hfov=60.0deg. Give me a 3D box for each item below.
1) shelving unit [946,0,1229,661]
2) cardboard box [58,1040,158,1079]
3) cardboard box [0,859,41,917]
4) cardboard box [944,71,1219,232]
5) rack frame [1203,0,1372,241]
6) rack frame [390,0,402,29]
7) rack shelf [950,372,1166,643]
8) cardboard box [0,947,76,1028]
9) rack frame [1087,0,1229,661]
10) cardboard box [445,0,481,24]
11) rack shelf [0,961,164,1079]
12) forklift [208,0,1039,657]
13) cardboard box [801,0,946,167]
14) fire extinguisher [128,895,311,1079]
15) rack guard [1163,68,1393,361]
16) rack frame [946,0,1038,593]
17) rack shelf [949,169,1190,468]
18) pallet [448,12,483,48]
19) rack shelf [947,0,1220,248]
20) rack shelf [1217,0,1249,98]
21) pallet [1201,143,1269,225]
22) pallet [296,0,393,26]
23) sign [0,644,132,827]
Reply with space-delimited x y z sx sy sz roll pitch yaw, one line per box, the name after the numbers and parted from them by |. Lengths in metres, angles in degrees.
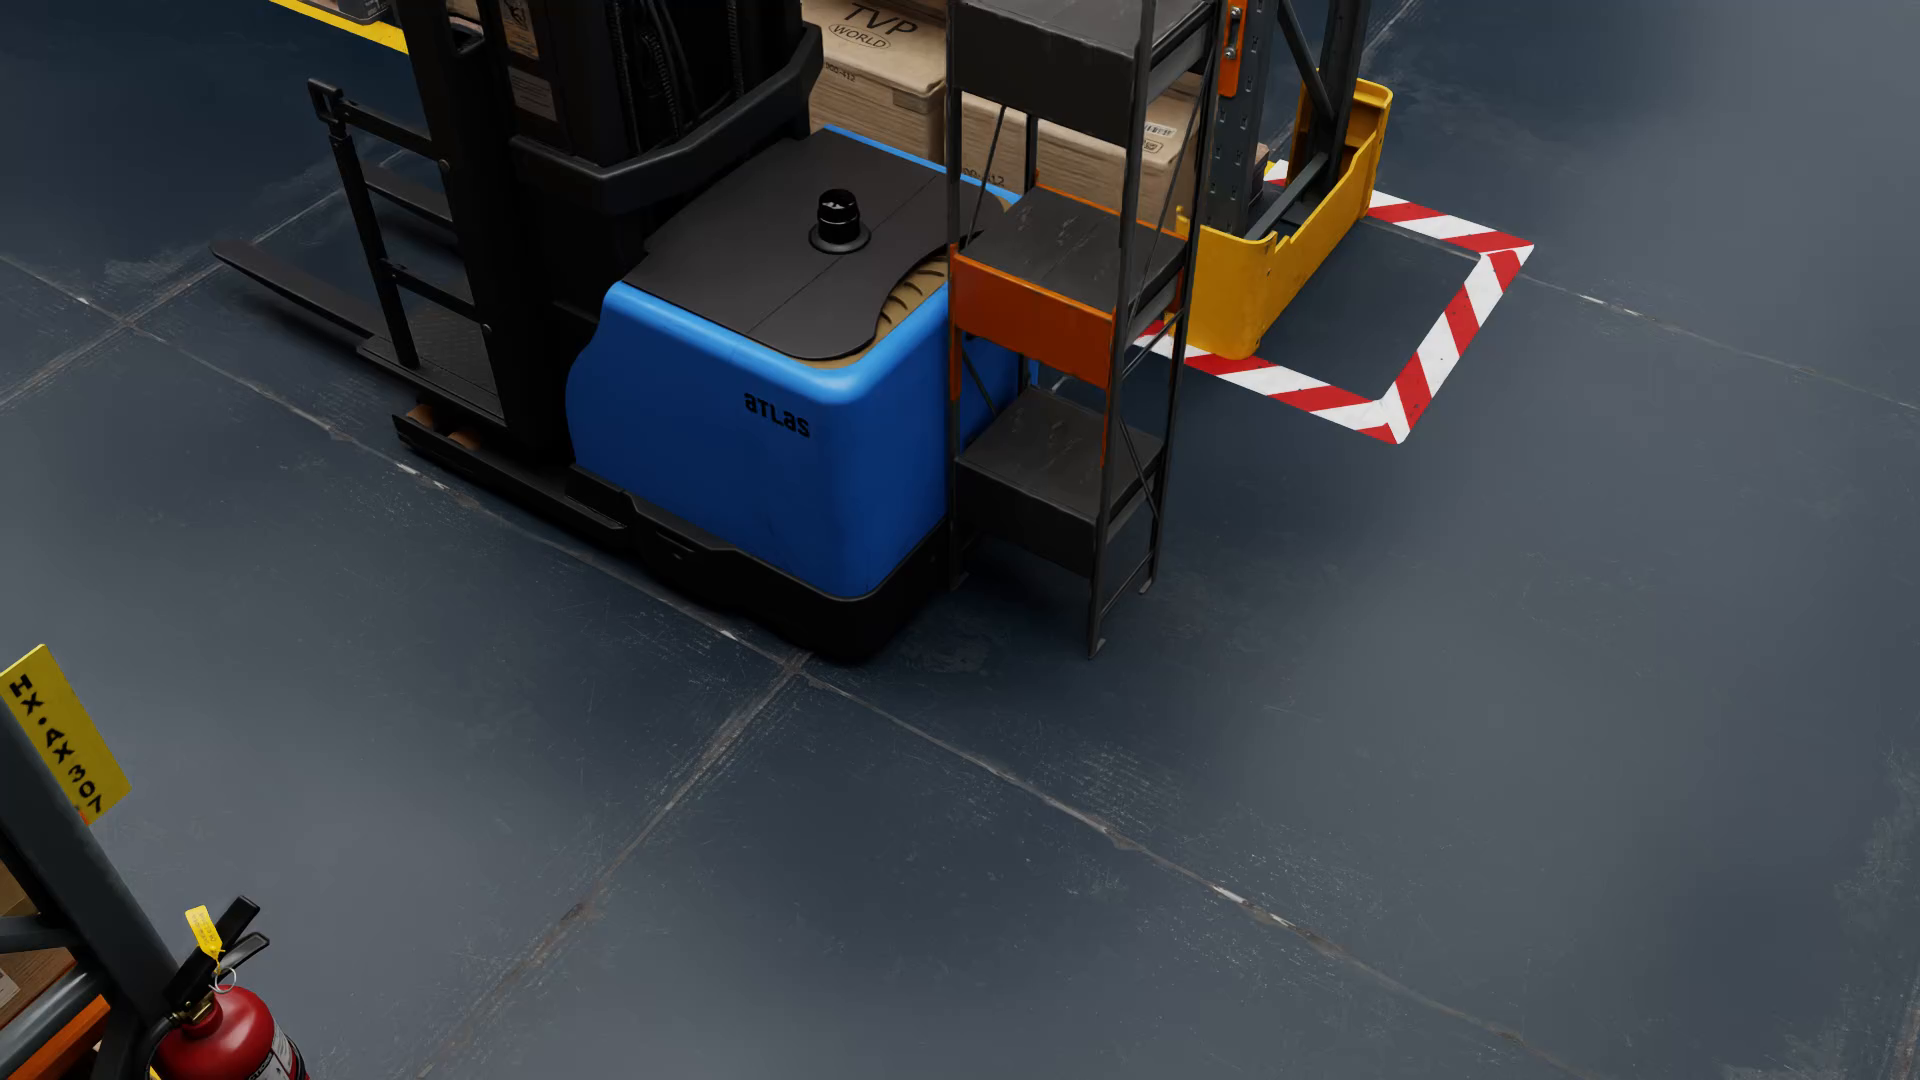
0.288 -0.594 4.363 0.503 2.100 0.431 26 51 23 | shelving unit
-1.993 1.339 3.306 0.637 0.503 0.797 23 50 21 | cardboard box
-1.766 0.519 2.551 0.500 0.250 0.500 25 51 22 | cardboard box
0.538 -1.538 6.146 0.875 0.438 0.875 23 50 21 | cardboard box
1.147 -2.089 5.188 0.127 3.000 1.000 25 51 22 | rack frame
-2.220 -3.638 6.693 0.127 3.000 1.000 25 51 22 | rack frame
0.288 -0.097 4.875 0.480 0.518 0.431 26 51 23 | rack shelf
-1.658 0.704 2.650 0.250 0.149 0.380 24 51 22 | cardboard box
0.491 -0.497 4.269 0.015 2.100 0.400 26 51 23 | rack frame
-1.749 -2.583 7.162 0.875 0.438 0.875 24 50 22 | cardboard box
-3.213 0.385 3.286 4.000 0.370 1.077 25 51 22 | rack shelf
-1.255 -1.518 4.682 3.031 2.935 1.130 26 51 23 | forklift
-0.237 -1.887 6.486 0.875 0.438 0.875 26 51 23 | cardboard box
-1.156 0.844 2.652 0.183 0.674 0.296 25 51 22 | fire extinguisher
1.167 -1.209 6.076 0.348 0.500 1.175 25 51 22 | rack guard
0.085 -0.691 4.458 0.015 2.100 0.400 26 51 23 | rack frame
0.288 -0.585 4.373 0.480 0.518 0.431 26 51 23 | rack shelf
-1.622 -2.324 7.361 1.213 0.211 1.003 25 51 22 | pallet
0.288 -1.073 3.871 0.480 0.518 0.431 26 51 23 | rack shelf
-0.536 -2.613 6.199 4.000 0.370 1.077 25 51 22 | rack shelf
0.432 -1.379 6.443 1.213 0.211 1.003 25 51 22 | pallet
-2.910 -2.919 7.939 1.213 0.211 1.003 25 51 22 | pallet
-1.237 0.280 2.283 0.005 0.325 0.100 25 51 22 | sign
